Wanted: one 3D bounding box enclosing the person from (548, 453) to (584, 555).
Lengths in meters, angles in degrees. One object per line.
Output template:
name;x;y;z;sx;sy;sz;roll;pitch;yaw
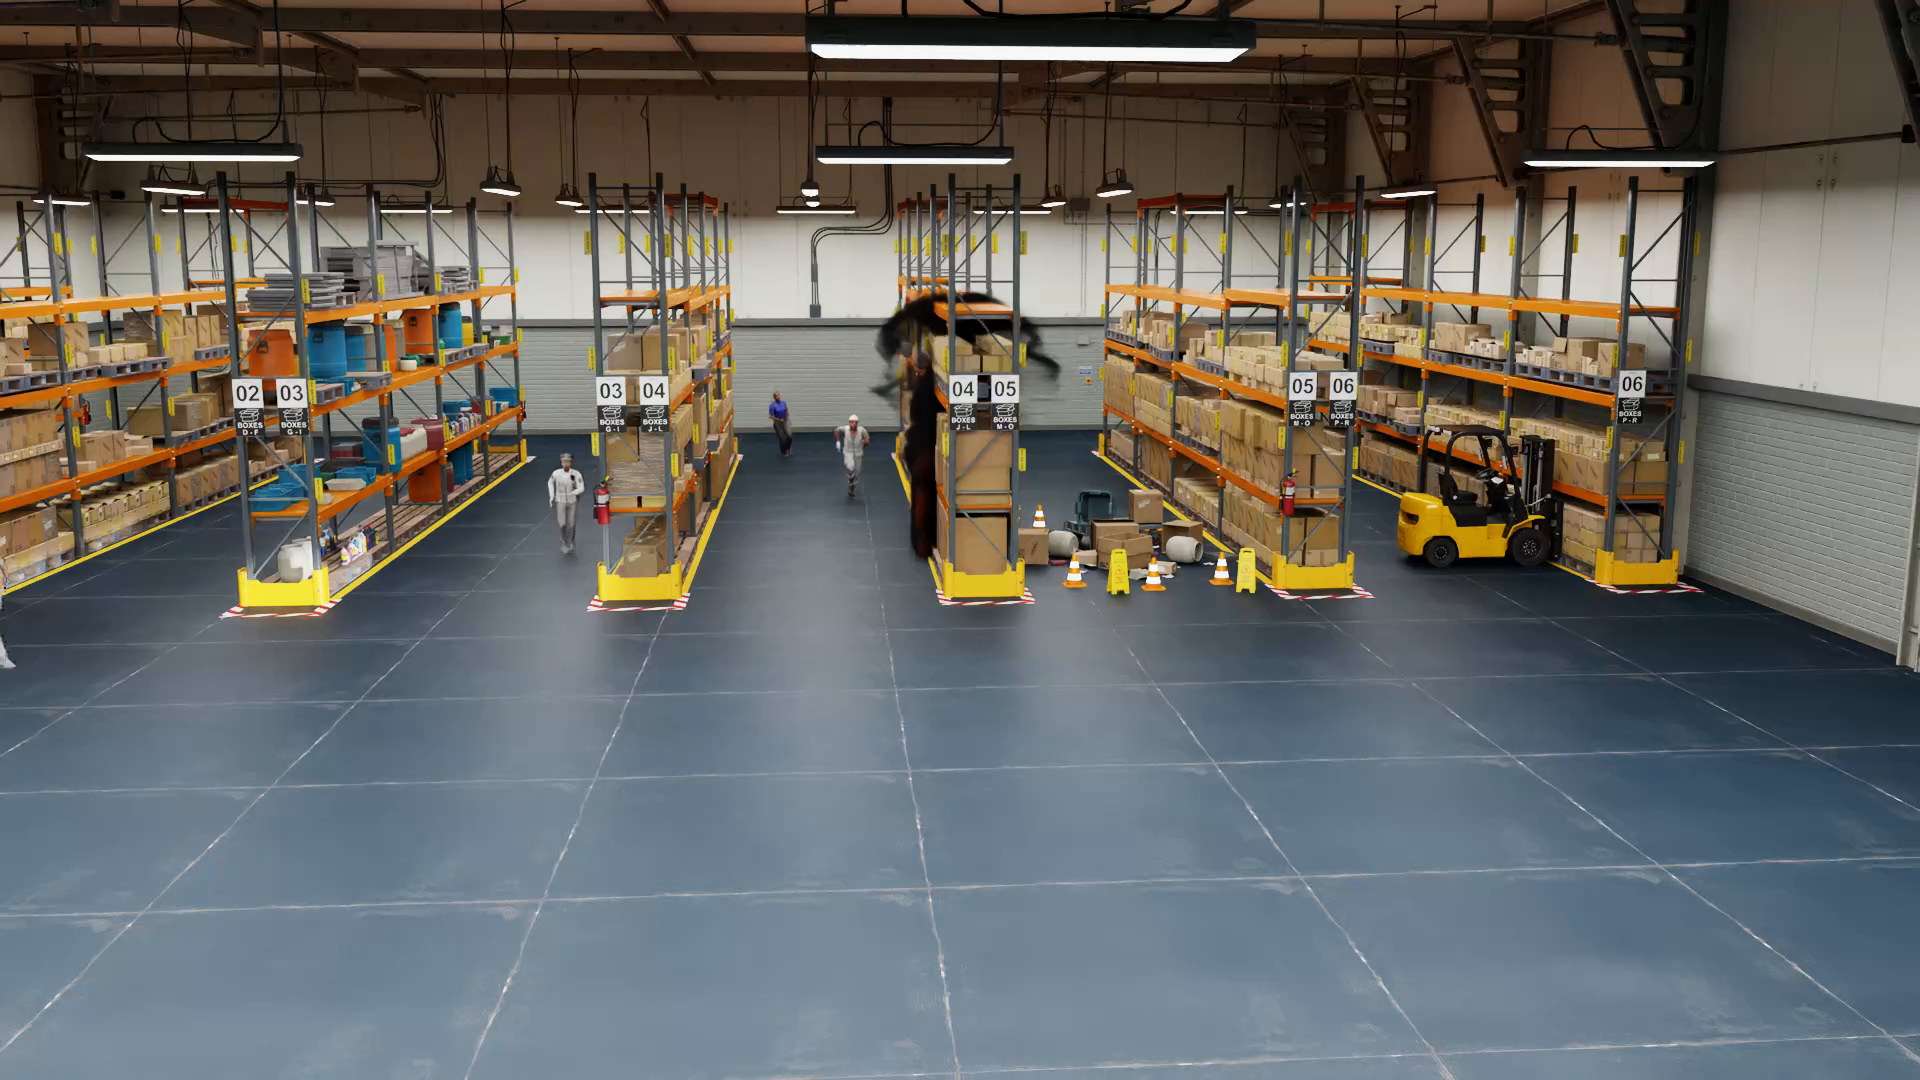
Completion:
person;-6.435;-0.594;27.223;0.578;1.678;0.730;-2;10;-13

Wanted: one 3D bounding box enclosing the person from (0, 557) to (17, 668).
person;-11.842;0.697;20.163;1.048;1.684;0.578;4;11;23

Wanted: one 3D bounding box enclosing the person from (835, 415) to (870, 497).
person;-2.129;-1.659;33.003;0.645;1.703;0.919;-2;10;-14

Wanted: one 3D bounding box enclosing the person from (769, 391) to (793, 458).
person;-4.240;-2.733;39.541;0.593;1.595;0.567;-6;11;-29
